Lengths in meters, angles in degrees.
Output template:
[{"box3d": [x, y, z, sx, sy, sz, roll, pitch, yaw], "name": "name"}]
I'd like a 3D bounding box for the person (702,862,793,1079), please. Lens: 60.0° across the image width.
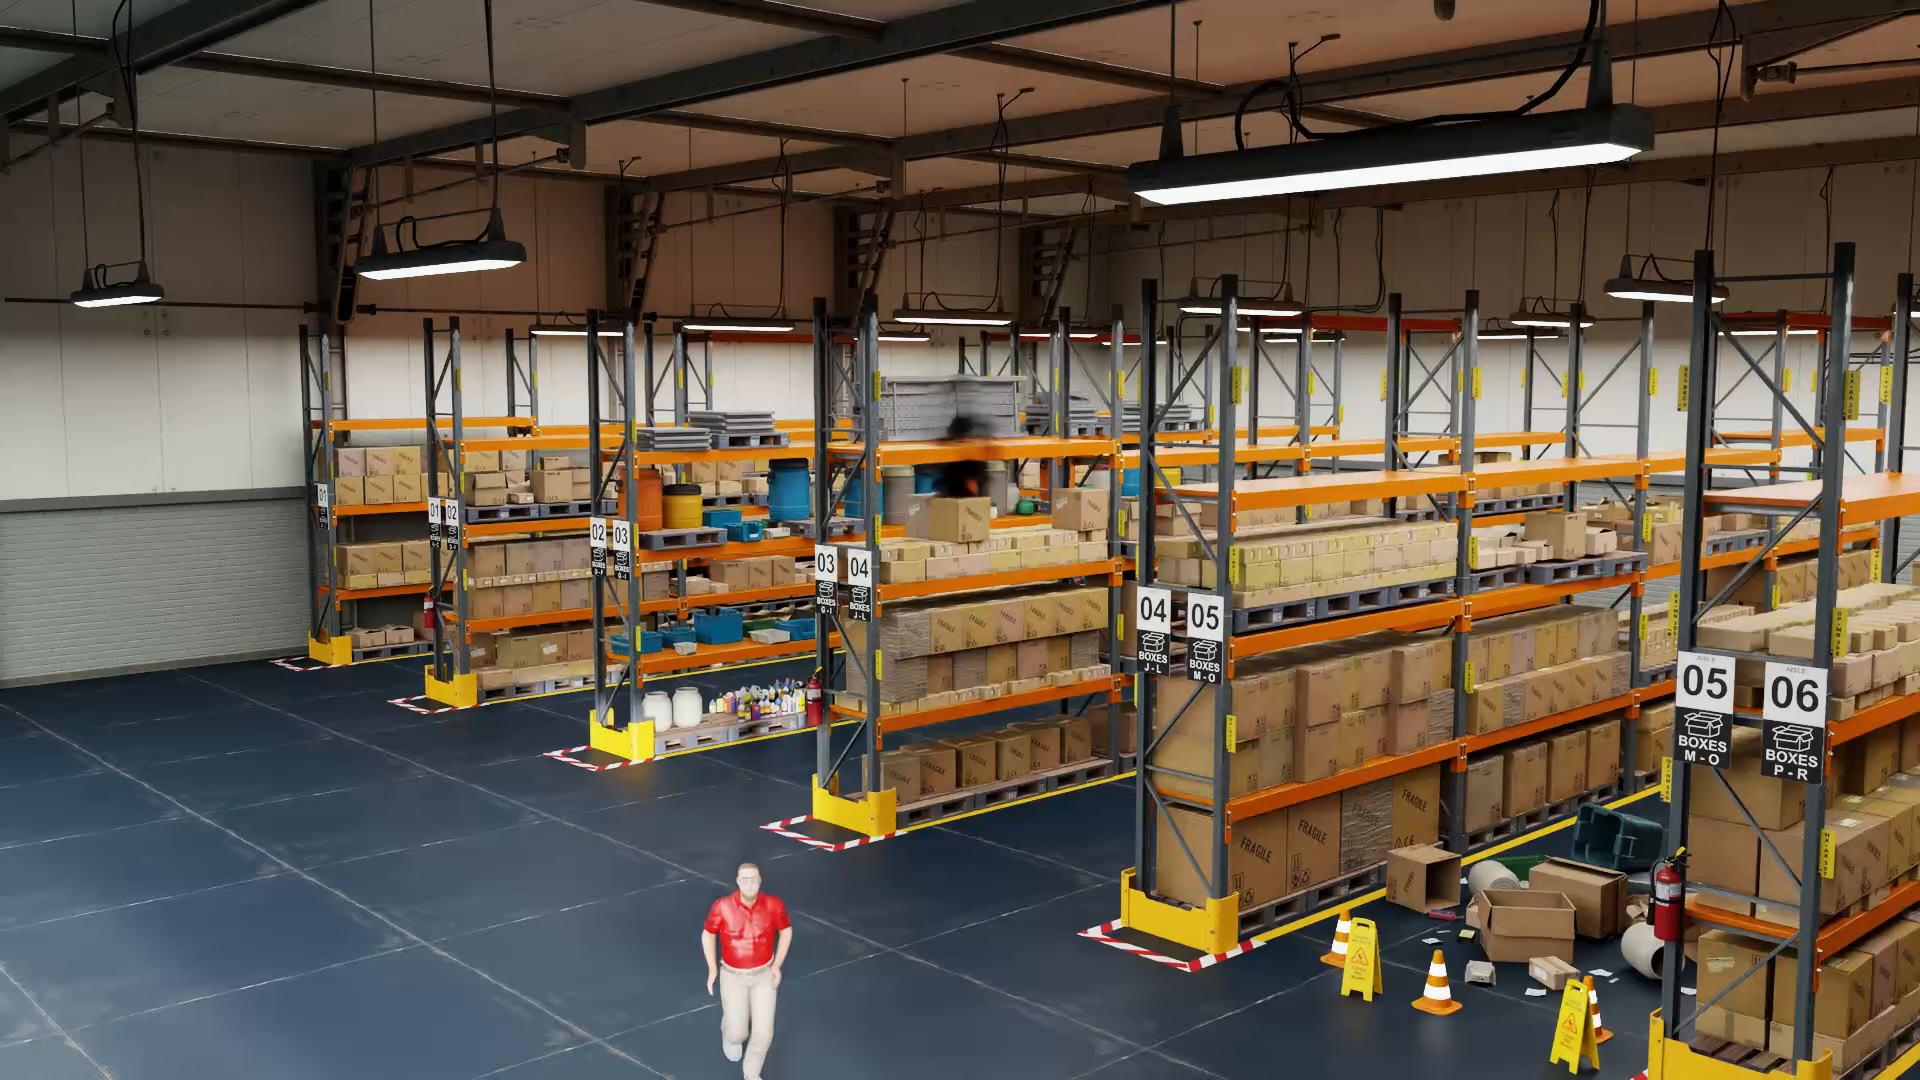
[{"box3d": [-1.524, 3.138, 11.992, 0.648, 1.675, 0.577, -1, 6, -13], "name": "person"}]
